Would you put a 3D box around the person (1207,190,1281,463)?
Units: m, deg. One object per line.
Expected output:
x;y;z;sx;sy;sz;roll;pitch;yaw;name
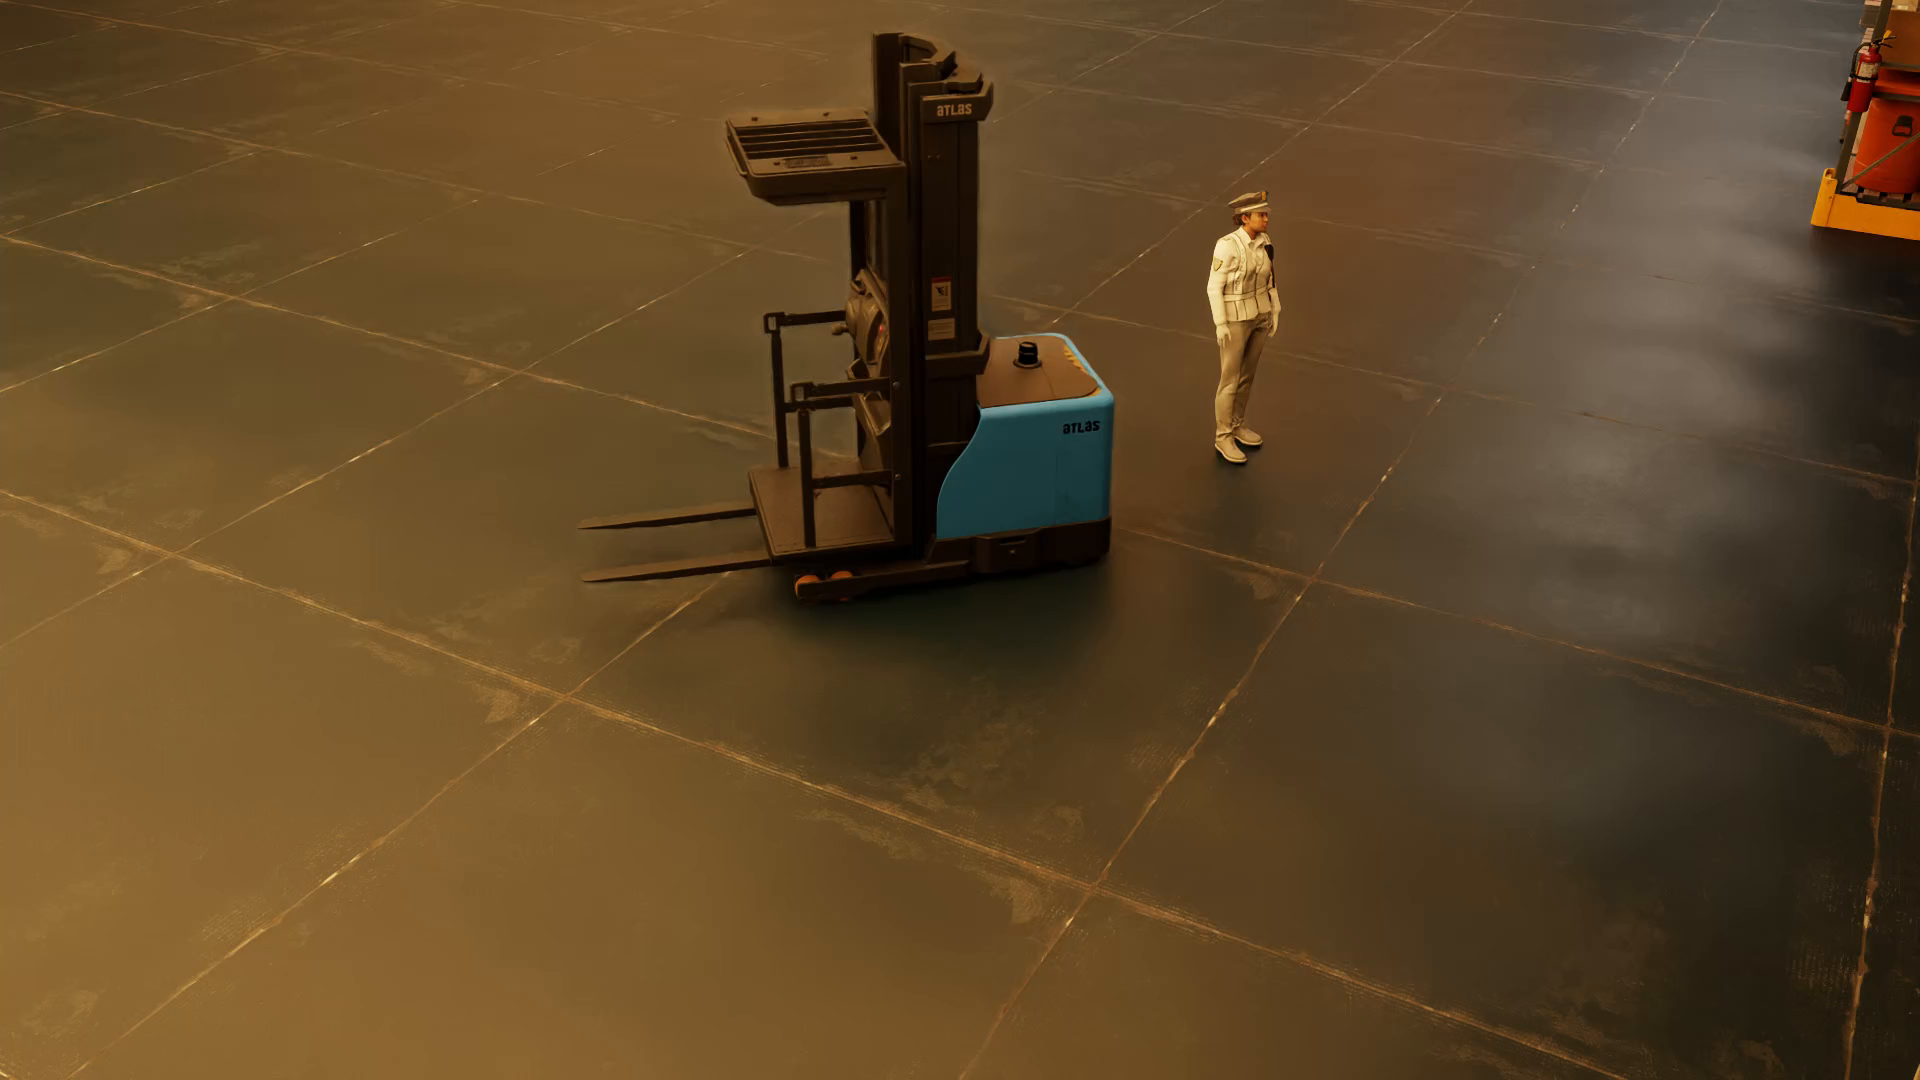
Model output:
1.878;-1.405;10.728;0.584;1.694;0.533;-21;36;-32;person

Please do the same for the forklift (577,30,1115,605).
-0.692;-1.195;9.141;3.031;2.935;1.130;-7;31;-12;forklift
